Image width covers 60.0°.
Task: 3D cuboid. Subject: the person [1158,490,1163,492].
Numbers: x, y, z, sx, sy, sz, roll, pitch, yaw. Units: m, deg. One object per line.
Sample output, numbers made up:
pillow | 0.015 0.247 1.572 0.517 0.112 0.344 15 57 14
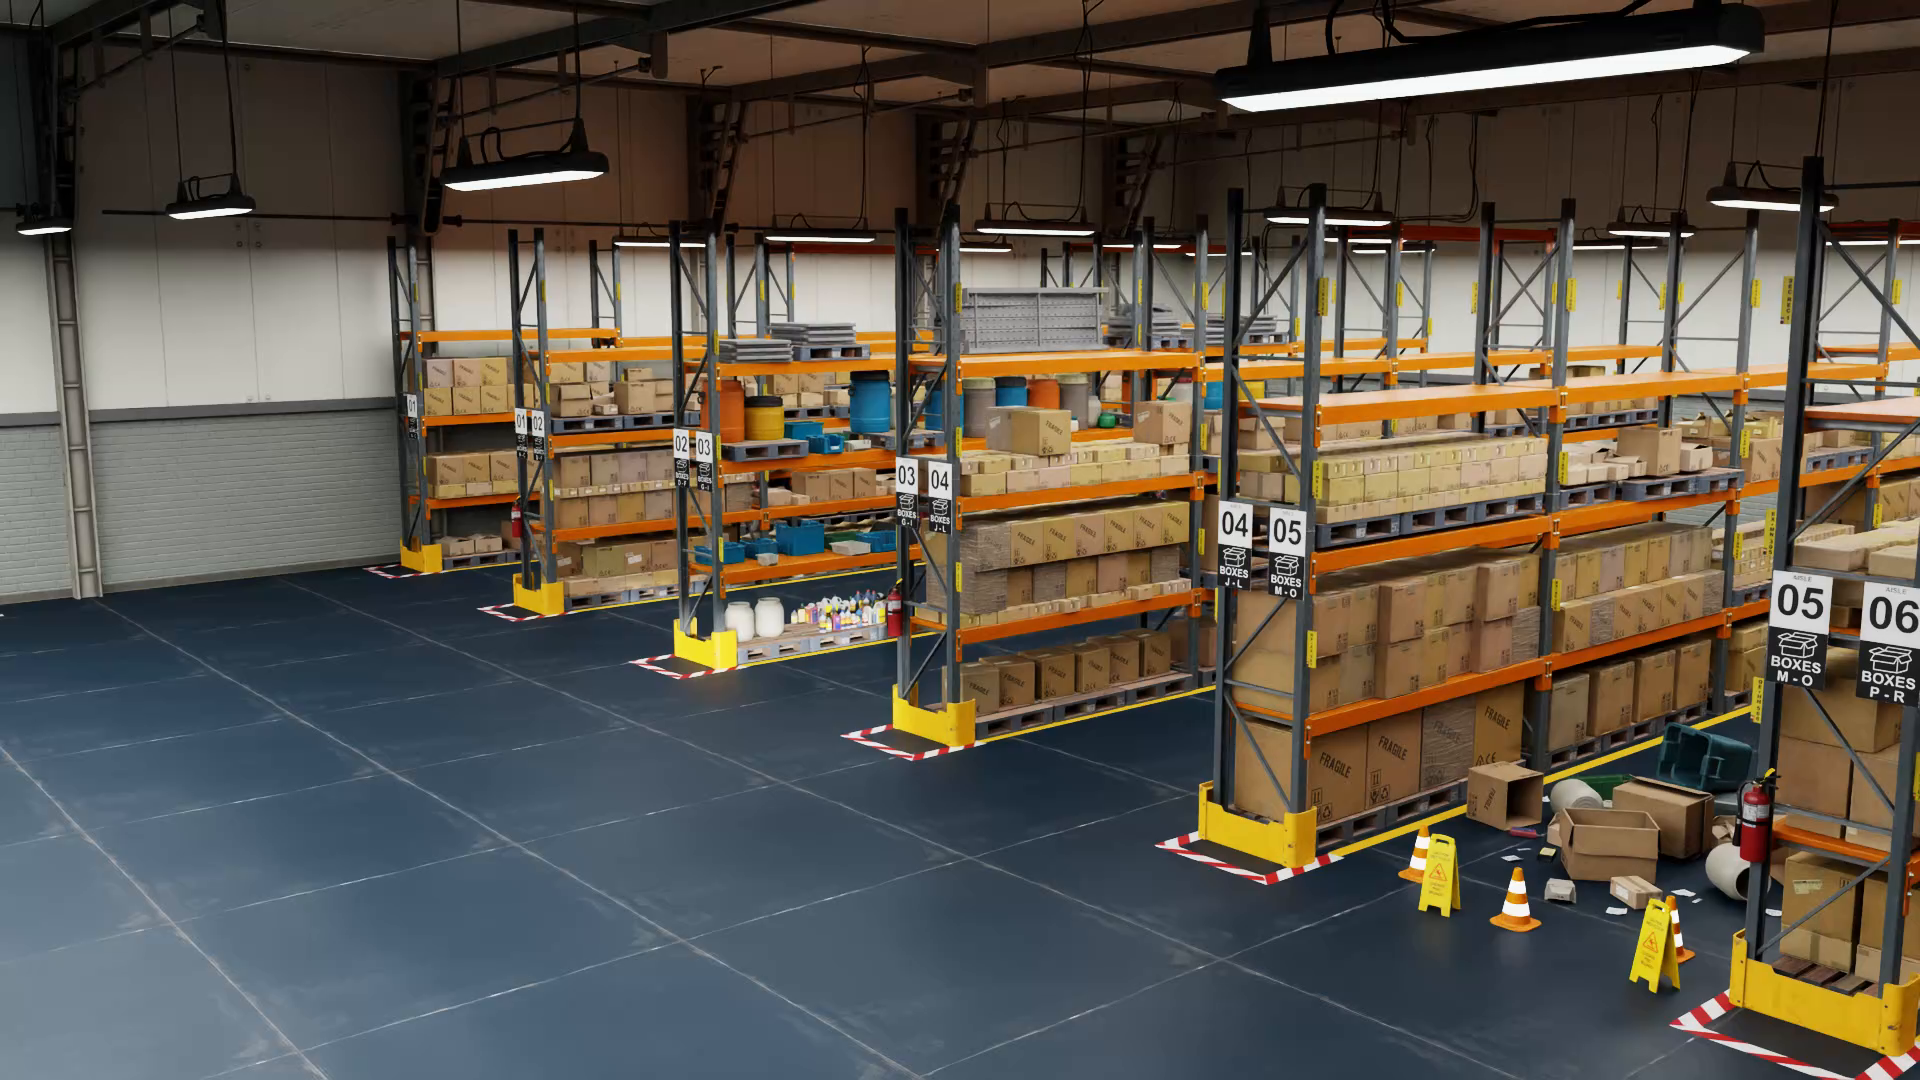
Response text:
person | 4.747 -1.897 40.702 1.082 1.611 0.453 -8 12 -43

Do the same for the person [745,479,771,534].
person | -3.852 -0.396 31.278 0.986 1.516 0.401 -7 11 -38

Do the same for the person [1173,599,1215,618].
person | 3.517 0.332 24.742 1.002 1.538 0.592 -4 10 -23
